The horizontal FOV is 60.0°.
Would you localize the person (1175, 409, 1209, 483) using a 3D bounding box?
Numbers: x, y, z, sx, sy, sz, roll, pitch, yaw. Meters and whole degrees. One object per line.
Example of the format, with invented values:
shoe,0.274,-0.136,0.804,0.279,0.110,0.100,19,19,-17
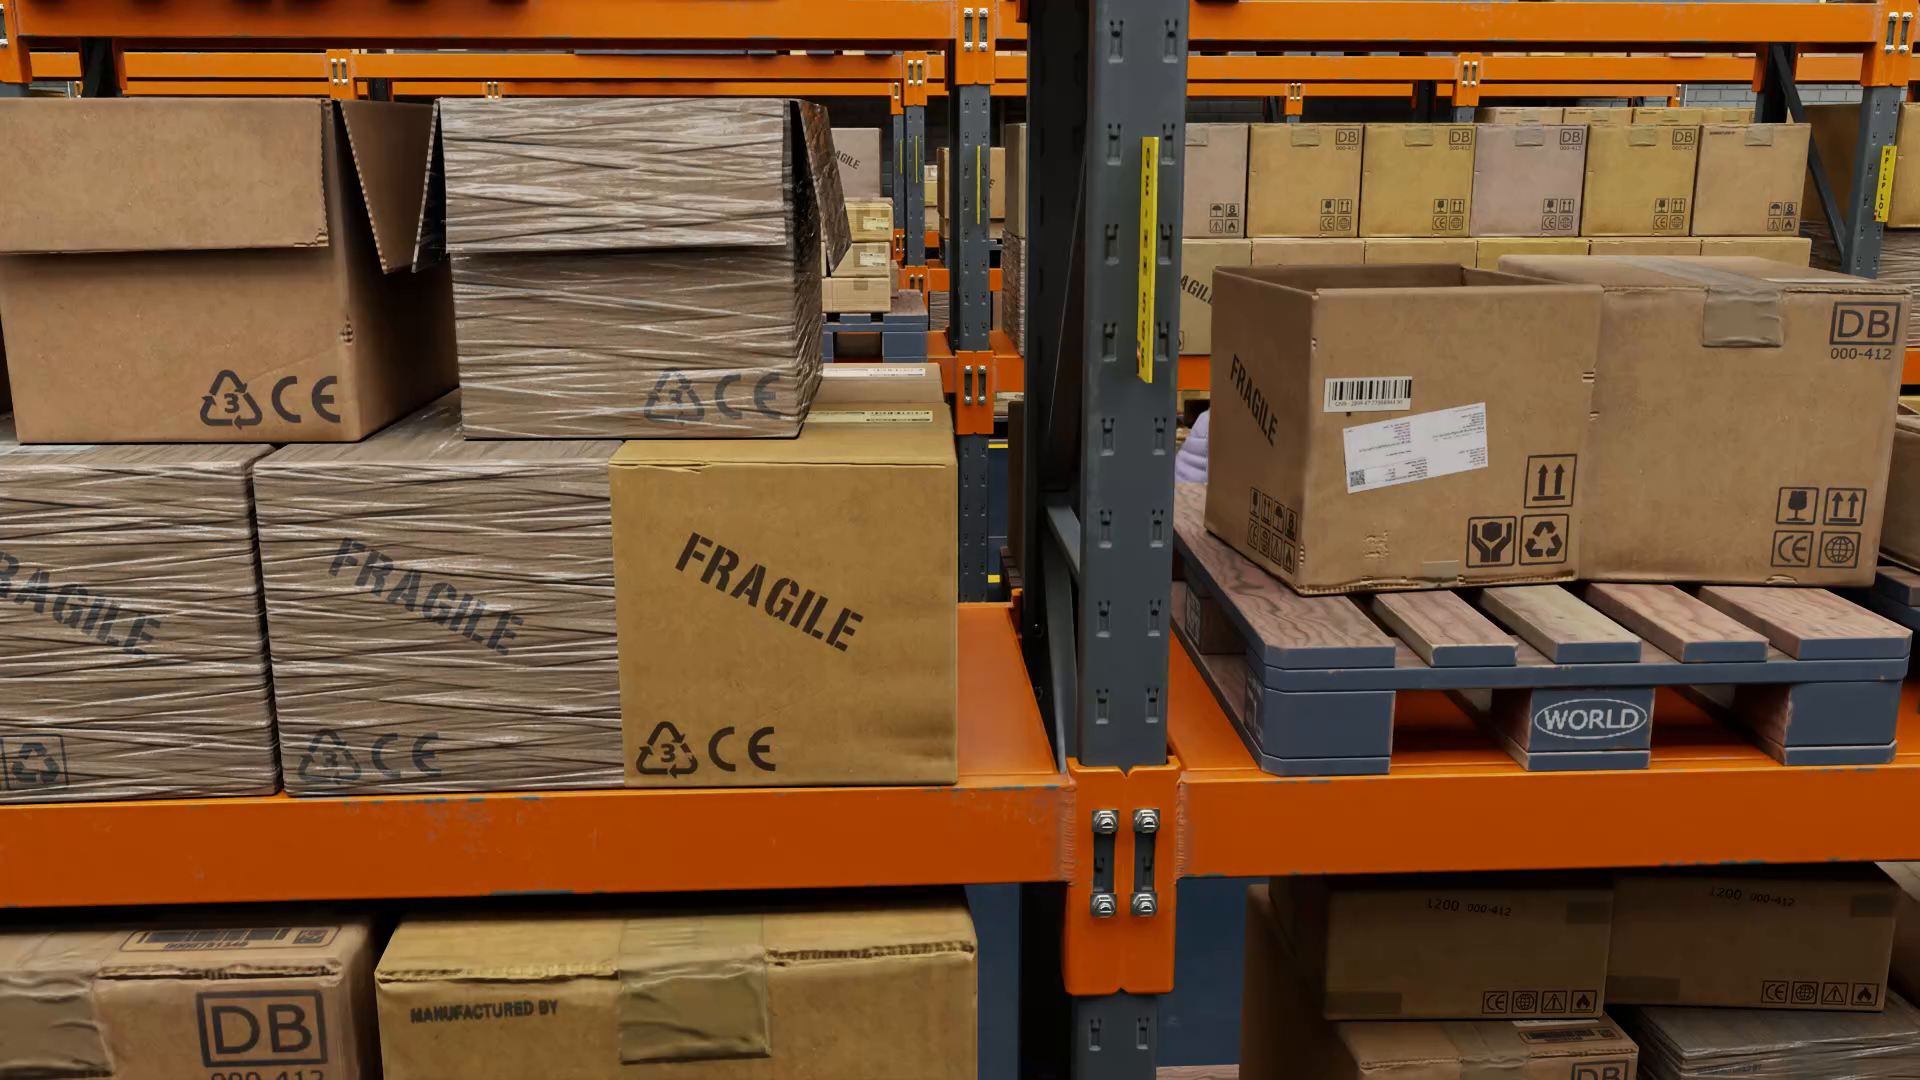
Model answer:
person,0.969,0.031,6.457,0.636,1.395,0.533,-1,14,-4
